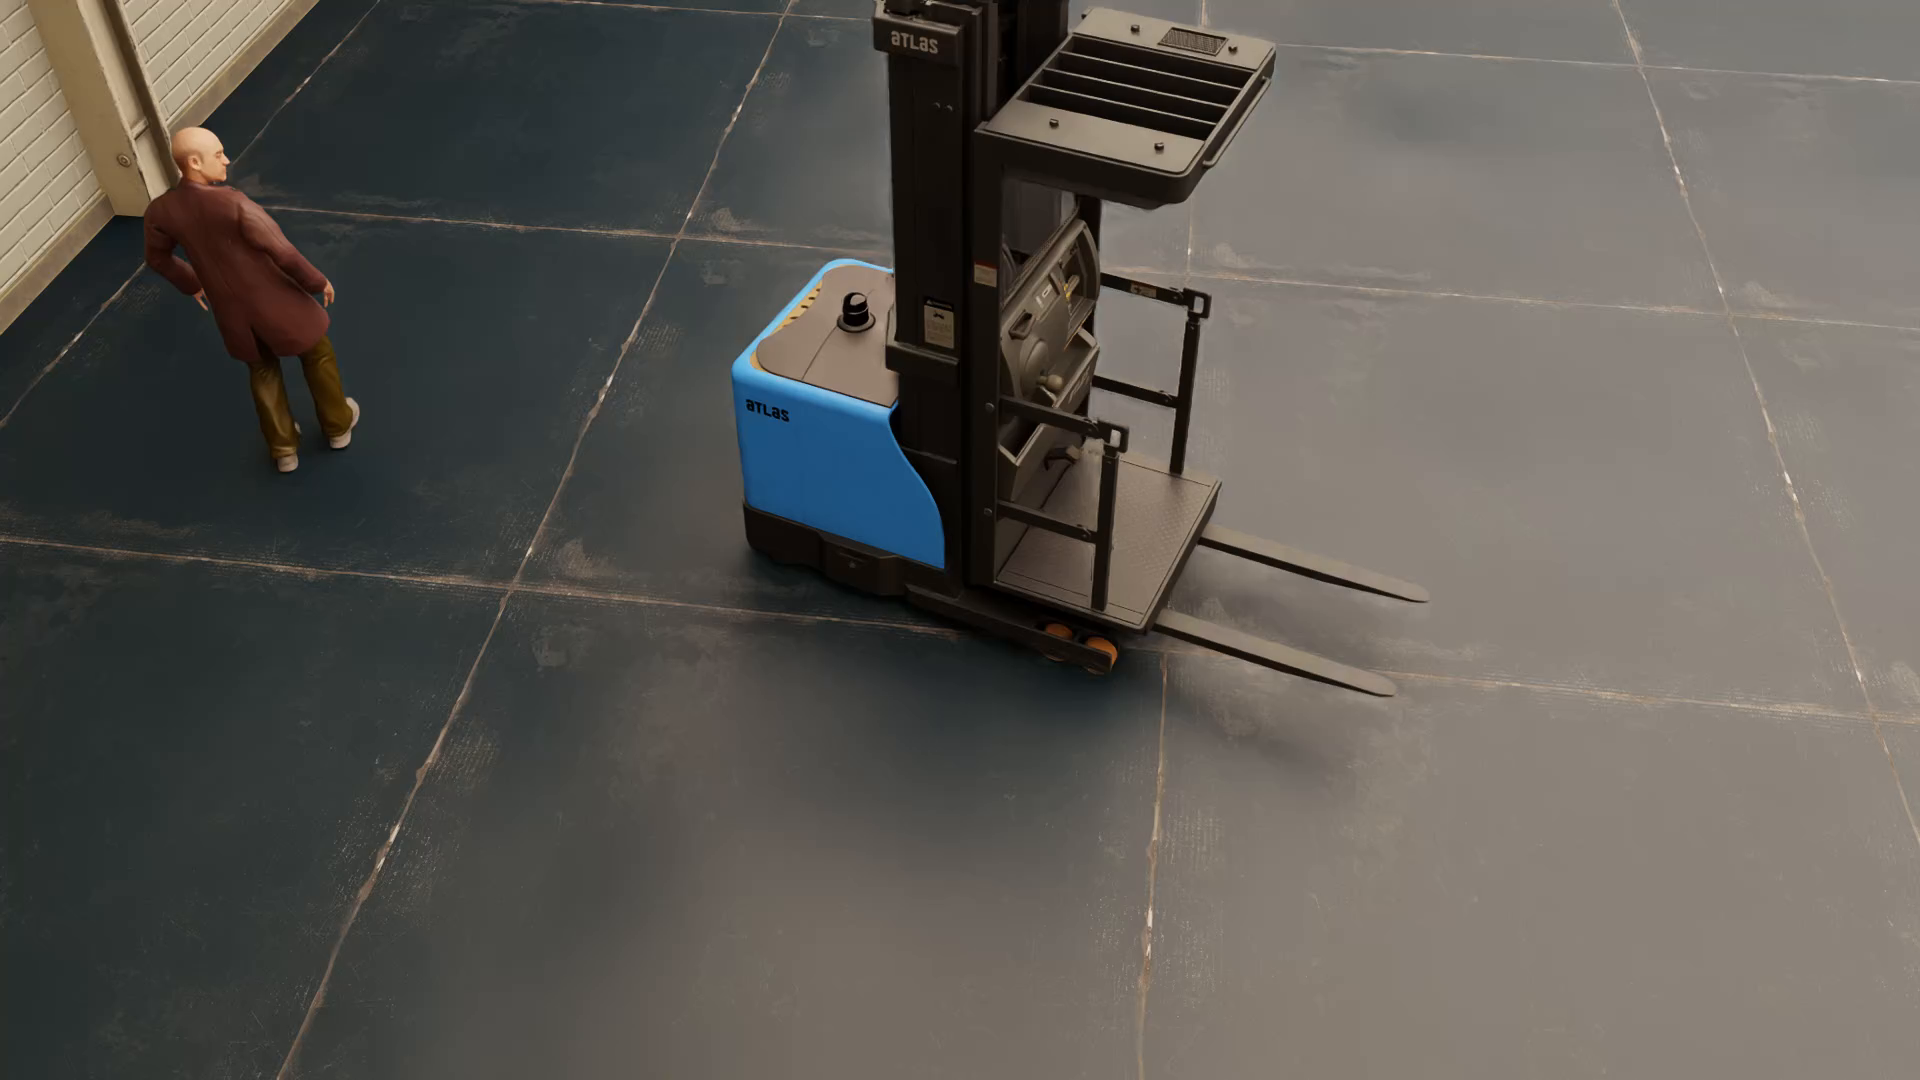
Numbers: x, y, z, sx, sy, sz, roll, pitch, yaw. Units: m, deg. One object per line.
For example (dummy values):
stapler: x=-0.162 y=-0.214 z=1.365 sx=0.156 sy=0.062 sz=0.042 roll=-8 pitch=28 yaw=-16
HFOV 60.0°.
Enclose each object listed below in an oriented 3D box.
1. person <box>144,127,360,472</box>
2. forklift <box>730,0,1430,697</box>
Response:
person: x=-3.324 y=-1.156 z=7.858 sx=0.796 sy=1.754 sz=0.556 roll=1 pitch=43 yaw=1
forklift: x=0.554 y=-0.907 z=6.711 sx=3.031 sy=2.935 sz=1.130 roll=17 pitch=45 yaw=18
